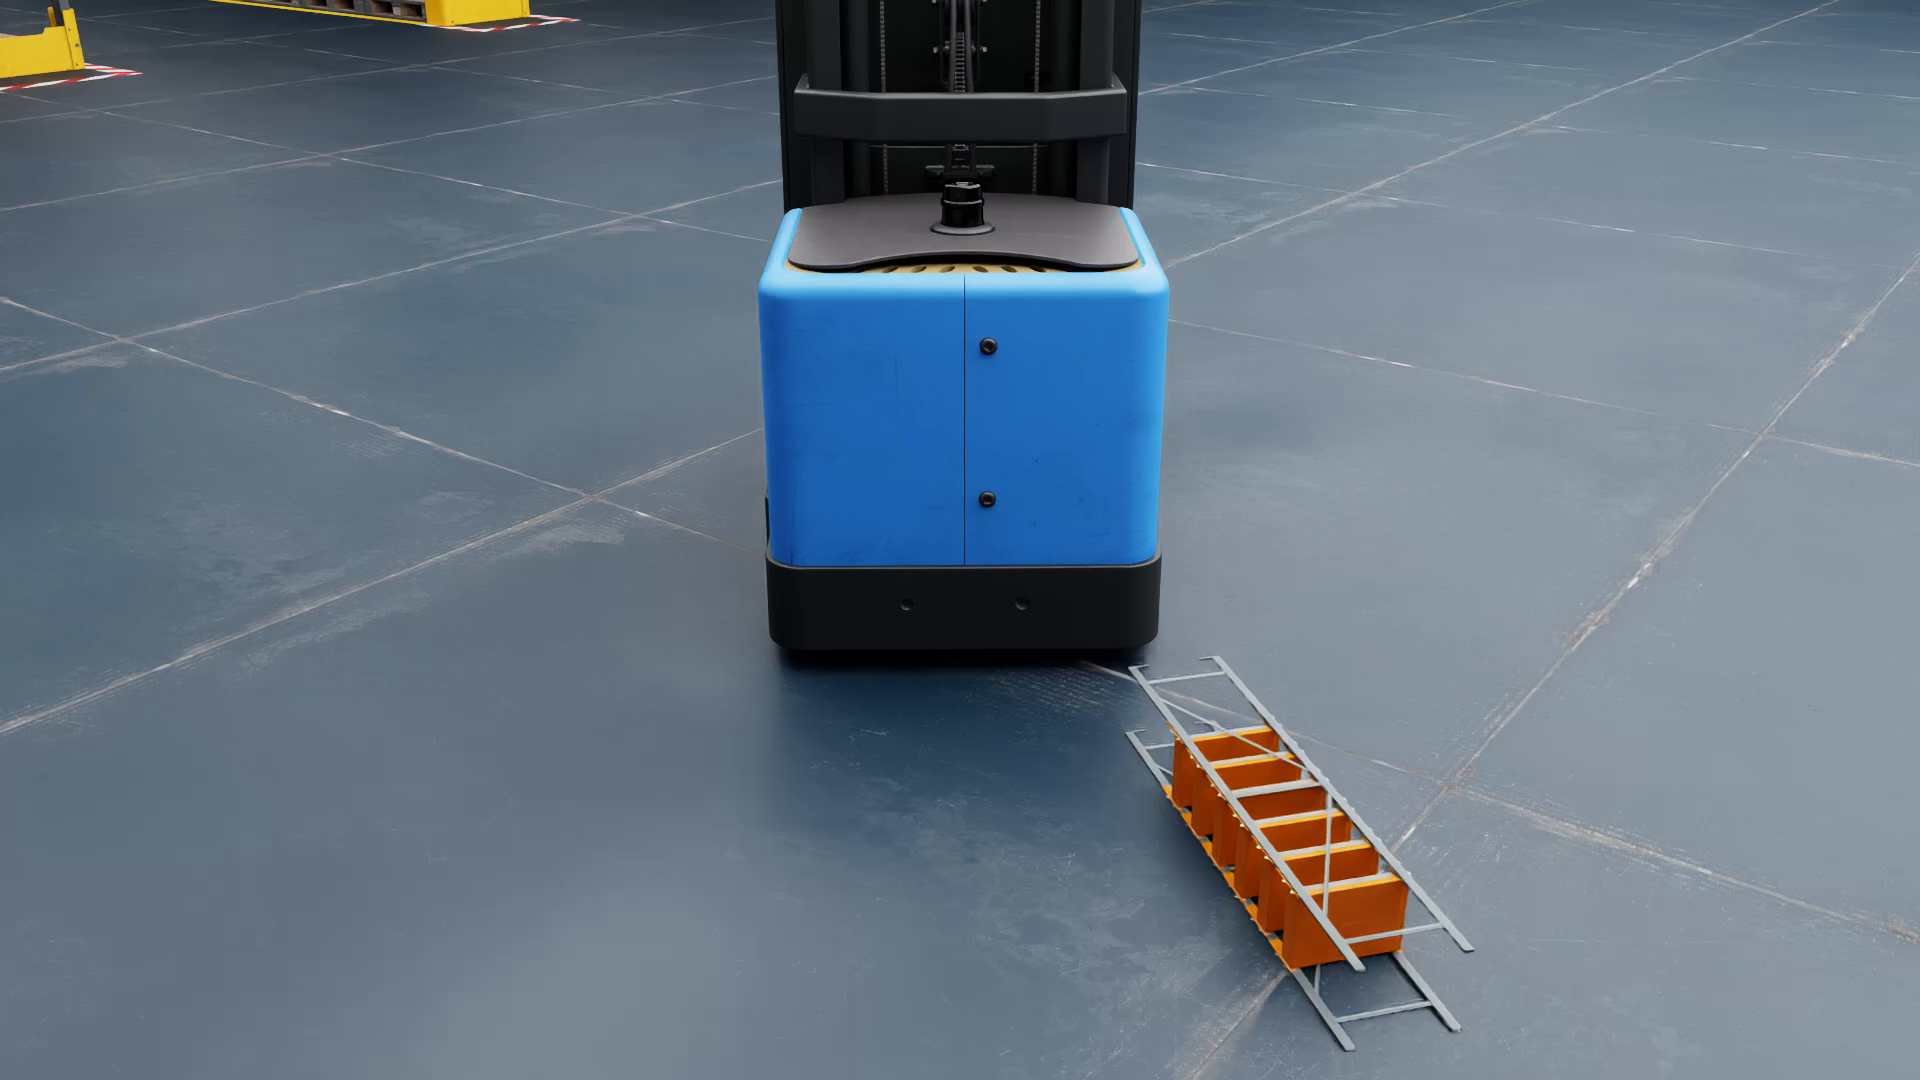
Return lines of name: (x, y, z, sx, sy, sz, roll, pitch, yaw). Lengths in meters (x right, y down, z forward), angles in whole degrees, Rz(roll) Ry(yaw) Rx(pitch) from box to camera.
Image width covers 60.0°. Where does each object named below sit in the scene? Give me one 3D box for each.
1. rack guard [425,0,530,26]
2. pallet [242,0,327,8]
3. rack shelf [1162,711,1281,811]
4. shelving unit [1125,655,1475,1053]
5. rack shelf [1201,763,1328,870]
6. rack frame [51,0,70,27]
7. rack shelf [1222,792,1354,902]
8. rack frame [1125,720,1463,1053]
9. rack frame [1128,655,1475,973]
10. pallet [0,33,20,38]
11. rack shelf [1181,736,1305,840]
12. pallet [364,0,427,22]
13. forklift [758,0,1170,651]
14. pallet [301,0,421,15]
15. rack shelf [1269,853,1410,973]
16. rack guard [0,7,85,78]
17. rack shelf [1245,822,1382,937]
rack guard: (-5.221, -5.880, 17.976, 0.348, 0.500, 1.175, 17, 29, 33)
pallet: (-7.803, -6.546, 19.845, 1.213, 0.211, 1.003, 17, 29, 33)
rack shelf: (0.607, 0.508, 3.857, 0.258, 0.180, 0.103, -6, 24, -13)
shelving unit: (0.679, 0.619, 3.605, 0.258, 0.189, 1.200, -6, 24, -13)
rack shelf: (0.668, 0.602, 3.644, 0.258, 0.180, 0.103, -6, 24, -13)
rack frame: (-8.131, -5.408, 13.803, 0.127, 3.000, 1.000, 17, 29, 33)
rack shelf: (0.699, 0.648, 3.538, 0.258, 0.180, 0.103, -6, 24, -13)
rack frame: (0.679, 0.703, 3.642, 0.240, 0.006, 1.200, -6, 24, -13)
rack frame: (0.679, 0.535, 3.568, 0.240, 0.006, 1.200, -6, 24, -13)
pallet: (-8.867, -4.333, 14.823, 1.213, 0.211, 1.003, 17, 29, 33)
rack shelf: (0.637, 0.555, 3.751, 0.258, 0.180, 0.103, -6, 24, -13)
pallet: (-5.850, -5.956, 18.506, 1.213, 0.211, 1.003, 17, 29, 33)
forklift: (-0.008, -1.594, 5.234, 1.130, 2.935, 3.031, 0, 24, -1)
pallet: (-6.822, -6.251, 19.176, 1.213, 0.211, 1.003, 17, 29, 33)
rack shelf: (0.760, 0.742, 3.326, 0.258, 0.180, 0.103, -6, 24, -13)
rack guard: (-8.220, -4.267, 14.315, 0.348, 0.500, 1.175, 17, 29, 33)
rack shelf: (0.729, 0.695, 3.432, 0.258, 0.180, 0.103, -6, 24, -13)
